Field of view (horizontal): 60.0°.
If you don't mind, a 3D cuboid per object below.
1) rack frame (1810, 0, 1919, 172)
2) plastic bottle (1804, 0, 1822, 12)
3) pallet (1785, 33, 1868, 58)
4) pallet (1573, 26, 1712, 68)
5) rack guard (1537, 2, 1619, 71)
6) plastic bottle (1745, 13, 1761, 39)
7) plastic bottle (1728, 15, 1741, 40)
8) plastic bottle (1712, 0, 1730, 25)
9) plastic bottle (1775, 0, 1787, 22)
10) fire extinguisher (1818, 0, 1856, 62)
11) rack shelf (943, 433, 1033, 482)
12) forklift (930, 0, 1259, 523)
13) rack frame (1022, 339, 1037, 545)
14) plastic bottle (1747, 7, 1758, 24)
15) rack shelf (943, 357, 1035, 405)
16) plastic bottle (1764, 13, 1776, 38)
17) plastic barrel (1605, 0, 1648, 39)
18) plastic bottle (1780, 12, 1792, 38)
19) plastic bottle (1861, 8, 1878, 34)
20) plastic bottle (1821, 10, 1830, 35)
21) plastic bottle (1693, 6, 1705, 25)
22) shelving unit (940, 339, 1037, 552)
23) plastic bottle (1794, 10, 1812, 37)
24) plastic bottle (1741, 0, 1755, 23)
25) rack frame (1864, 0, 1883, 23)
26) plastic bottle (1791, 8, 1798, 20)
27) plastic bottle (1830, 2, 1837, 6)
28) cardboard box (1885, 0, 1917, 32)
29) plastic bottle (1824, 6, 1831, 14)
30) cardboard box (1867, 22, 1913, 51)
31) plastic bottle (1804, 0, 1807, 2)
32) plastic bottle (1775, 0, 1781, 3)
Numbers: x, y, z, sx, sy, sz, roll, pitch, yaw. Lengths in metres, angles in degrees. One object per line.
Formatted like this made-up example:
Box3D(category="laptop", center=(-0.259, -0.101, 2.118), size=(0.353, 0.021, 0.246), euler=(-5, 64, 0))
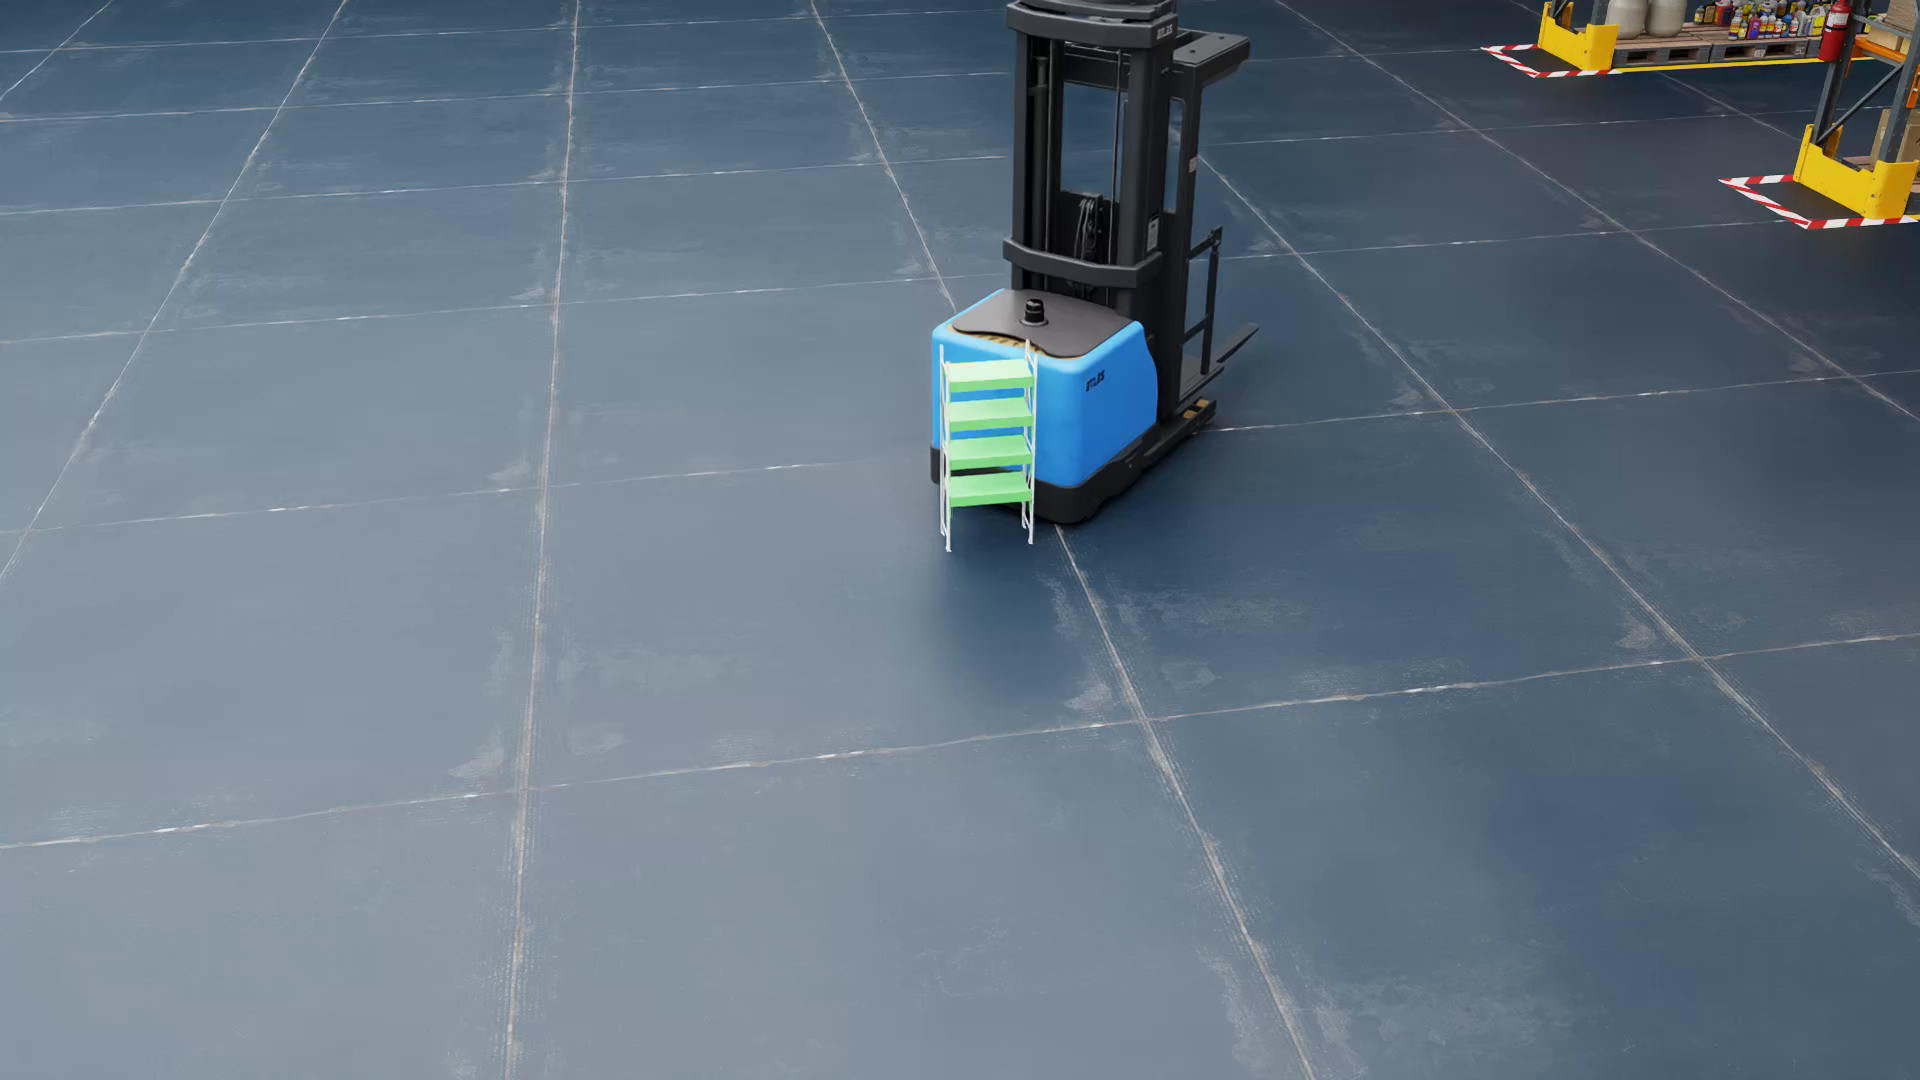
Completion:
Box3D(category="rack frame", center=(7.923, -4.380, 14.239), size=(0.127, 3.000, 1.000), euler=(-5, 31, -9))
Box3D(category="plastic bottle", center=(10.123, -6.324, 19.724), size=(0.185, 0.351, 0.144), euler=(-5, 31, -9))
Box3D(category="pallet", center=(10.298, -5.972, 19.698), size=(1.213, 0.211, 1.003), euler=(-5, 31, -9))
Box3D(category="pallet", center=(7.898, -5.749, 19.319), size=(1.213, 0.211, 1.003), euler=(-5, 31, -9))
Box3D(category="rack guard", center=(7.098, -5.802, 19.124), size=(0.348, 0.500, 1.175), euler=(-5, 31, -9))
Box3D(category="plastic bottle", center=(9.097, -5.890, 19.053), size=(0.133, 0.283, 0.061), euler=(-5, 31, -8))
Box3D(category="plastic bottle", center=(8.871, -5.873, 19.036), size=(0.097, 0.271, 0.097), euler=(0, 30, 0))
Box3D(category="plastic bottle", center=(9.012, -6.260, 19.691), size=(0.135, 0.276, 0.152), euler=(-5, 31, -9))
Box3D(category="plastic bottle", center=(9.774, -6.312, 19.783), size=(0.097, 0.271, 0.097), euler=(0, 30, 0))
Box3D(category="fire extinguisher", center=(7.728, -4.566, 14.632), size=(0.183, 0.674, 0.296), euler=(-5, 31, -9))
Box3D(category="rack shelf", center=(0.155, -0.473, 9.496), size=(0.480, 0.148, 0.258), euler=(-5, 31, -8))
Box3D(category="forklift", center=(1.045, -2.066, 10.372), size=(1.130, 2.935, 3.031), euler=(18, 35, 28))
Box3D(category="rack frame", center=(0.396, -0.548, 9.498), size=(0.015, 1.200, 0.240), euler=(-5, 31, -8))
Box3D(category="plastic bottle", center=(9.375, -6.202, 19.665), size=(0.097, 0.201, 0.097), euler=(0, 30, 0))
Box3D(category="rack shelf", center=(0.155, -0.886, 9.253), size=(0.480, 0.148, 0.258), euler=(-5, 31, -8))
Box3D(category="plastic bottle", center=(9.306, -5.913, 19.105), size=(0.097, 0.271, 0.097), euler=(0, 30, 0))
Box3D(category="plastic barrel", center=(7.665, -6.056, 19.130), size=(0.421, 0.512, 0.421), euler=(0, 30, 0))
Box3D(category="plastic bottle", center=(9.506, -5.932, 19.137), size=(0.097, 0.271, 0.097), euler=(0, 30, 0))
Box3D(category="plastic bottle", center=(10.552, -6.025, 19.283), size=(0.133, 0.283, 0.061), euler=(-4, 31, -6))
Box3D(category="plastic bottle", center=(10.043, -5.978, 19.202), size=(0.133, 0.283, 0.061), euler=(-3, 31, -6))
Box3D(category="plastic bottle", center=(8.759, -6.219, 19.694), size=(0.097, 0.201, 0.097), euler=(0, 30, 0))
Box3D(category="shelving unit", center=(0.155, -0.528, 9.464), size=(0.503, 1.200, 0.258), euler=(-5, 31, -8))
Box3D(category="plastic bottle", center=(9.717, -5.968, 19.193), size=(0.135, 0.276, 0.152), euler=(-5, 31, -8))
Box3D(category="plastic bottle", center=(9.310, -6.322, 19.722), size=(0.185, 0.351, 0.144), euler=(-4, 31, -7))
Box3D(category="rack frame", center=(10.966, -7.214, 19.060), size=(0.127, 3.000, 1.000), euler=(-5, 31, -9))
Box3D(category="plastic bottle", center=(9.698, -6.024, 19.281), size=(0.133, 0.283, 0.061), euler=(-5, 31, -9))
Box3D(category="plastic bottle", center=(10.474, -6.378, 19.964), size=(0.097, 0.201, 0.097), euler=(0, 30, 0))
Box3D(category="cardboard box", center=(8.469, -4.588, 14.201), size=(0.500, 0.500, 0.875), euler=(-5, 31, -9))
Box3D(category="plastic bottle", center=(10.144, -6.082, 19.386), size=(0.135, 0.276, 0.152), euler=(-5, 31, -9))
Box3D(category="cardboard box", center=(8.167, -4.400, 14.522), size=(0.250, 0.149, 0.380), euler=(-5, 31, -9))
Box3D(category="plastic bottle", center=(10.097, -6.395, 19.847), size=(0.185, 0.351, 0.144), euler=(-4, 31, -8))
Box3D(category="plastic bottle", center=(9.742, -6.355, 19.844), size=(0.133, 0.283, 0.061), euler=(-4, 31, -7))
